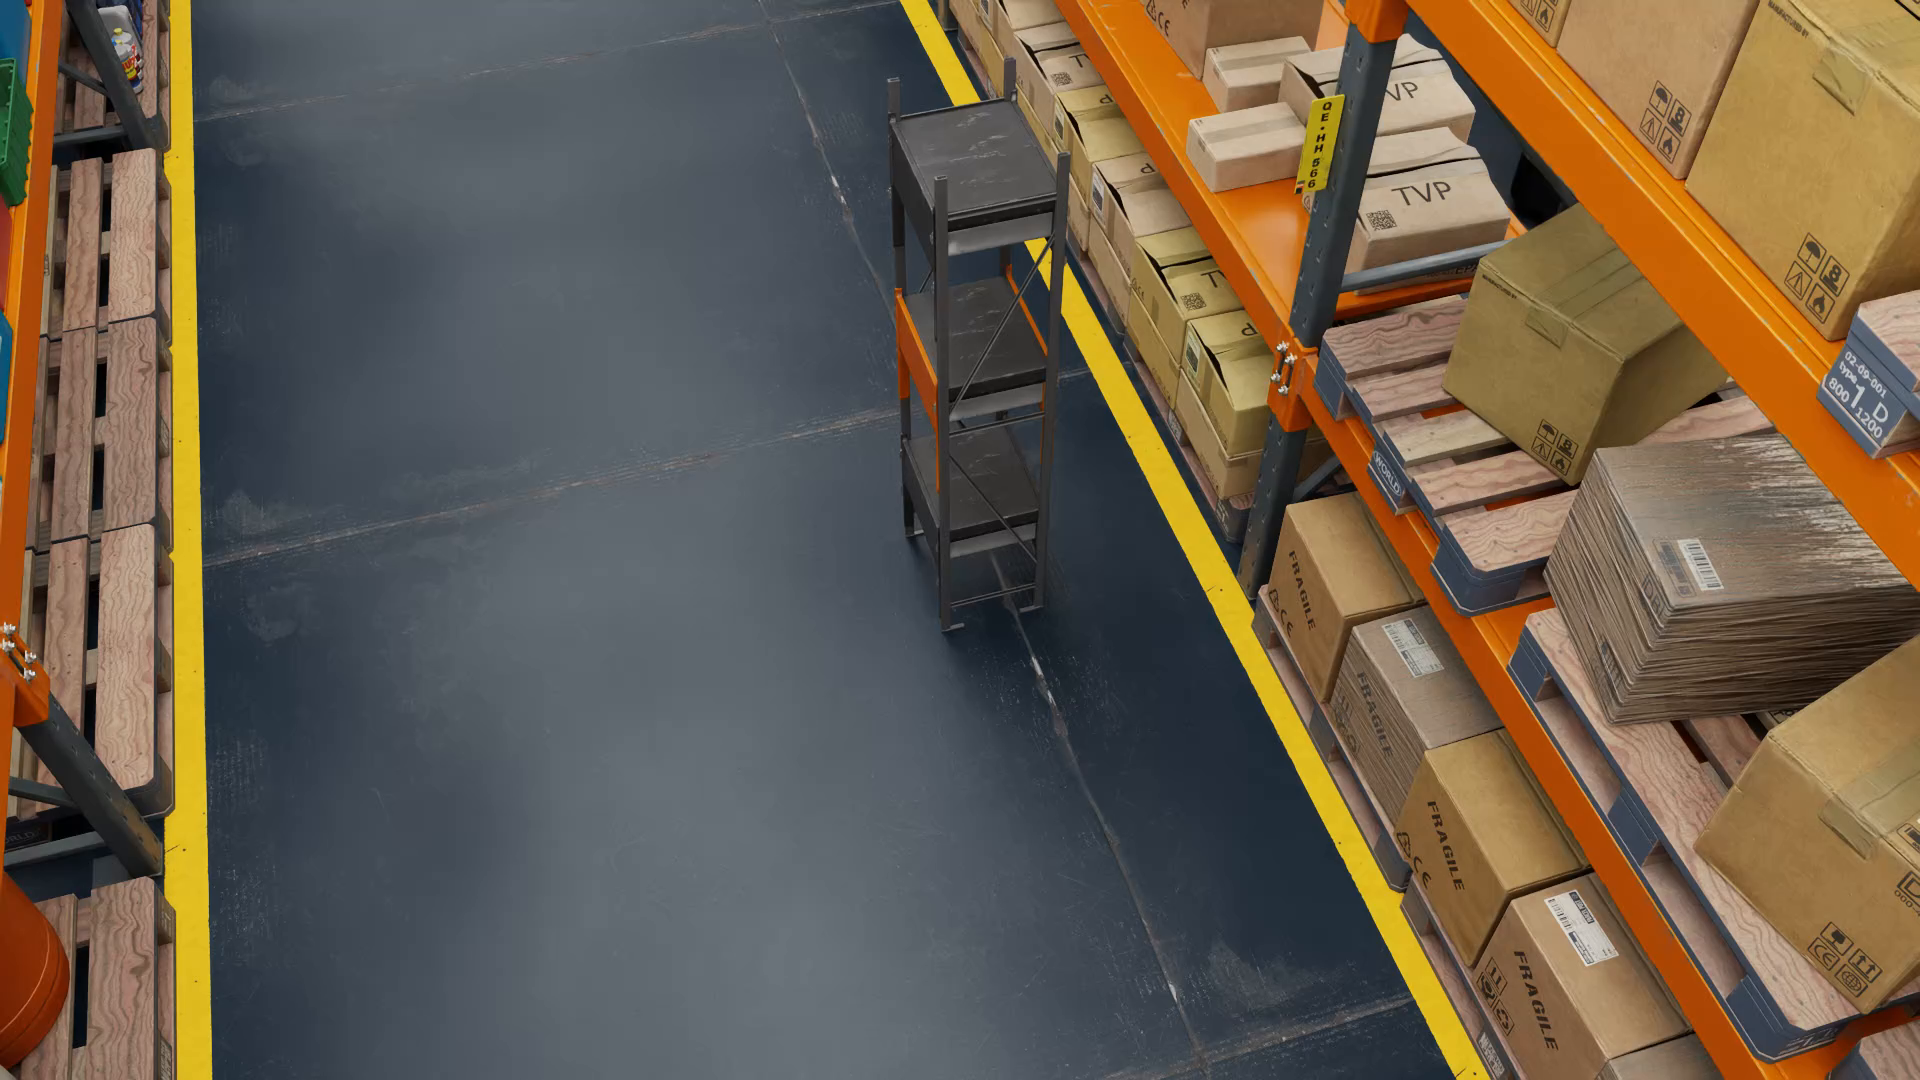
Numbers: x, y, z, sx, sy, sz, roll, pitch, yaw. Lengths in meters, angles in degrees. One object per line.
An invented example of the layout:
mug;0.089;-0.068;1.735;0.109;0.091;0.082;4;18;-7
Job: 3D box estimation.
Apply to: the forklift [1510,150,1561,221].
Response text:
forklift;4.124;-2.263;6.530;3.031;2.935;1.130;24;54;19

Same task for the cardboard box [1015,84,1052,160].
cardboard box;0.566;-1.955;7.750;0.500;0.250;0.500;-15;51;-12

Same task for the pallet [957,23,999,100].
pallet;0.633;-2.380;8.408;1.003;0.211;1.213;-13;51;-11

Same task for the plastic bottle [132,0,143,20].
plastic bottle;-4.254;-2.800;8.383;0.144;0.351;0.185;-15;52;-13

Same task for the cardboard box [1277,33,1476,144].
cardboard box;1.481;-1.555;5.947;0.500;0.311;0.500;-14;51;-11

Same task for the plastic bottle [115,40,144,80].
plastic bottle;-4.061;-2.337;8.090;0.097;0.201;0.097;0;50;0

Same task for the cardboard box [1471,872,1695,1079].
cardboard box;1.885;1.303;4.827;0.500;0.500;0.500;-15;51;-12

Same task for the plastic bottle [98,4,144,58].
plastic bottle;-4.153;-2.517;8.193;0.152;0.276;0.135;-12;51;-10

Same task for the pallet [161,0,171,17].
pallet;-4.879;-3.185;9.086;1.003;0.211;1.213;-13;51;-11

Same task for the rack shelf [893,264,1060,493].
rack shelf;0.049;-0.547;5.645;0.431;0.518;0.480;-13;51;-11

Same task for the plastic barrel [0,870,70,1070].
plastic barrel;-3.012;1.148;4.755;0.600;0.830;0.708;-13;51;-11

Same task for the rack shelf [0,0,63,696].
rack shelf;-3.764;-0.998;5.890;1.077;0.370;4.000;-13;51;-11

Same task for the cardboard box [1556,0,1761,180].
cardboard box;1.872;-1.202;3.564;0.910;0.500;0.500;-13;51;-11

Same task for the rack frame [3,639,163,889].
rack frame;-3.173;0.231;4.383;1.000;3.000;0.127;-13;51;-11

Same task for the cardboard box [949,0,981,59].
cardboard box;0.260;-2.707;8.383;0.500;0.250;0.500;-14;51;-12

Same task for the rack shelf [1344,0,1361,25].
rack shelf;0.969;-3.082;5.685;1.077;0.370;4.000;-13;51;-11

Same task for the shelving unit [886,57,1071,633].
shelving unit;0.049;-0.556;5.635;0.431;2.100;0.503;-13;51;-11

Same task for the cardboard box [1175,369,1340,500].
cardboard box;1.172;-0.465;6.493;0.500;0.250;0.500;-12;51;-10

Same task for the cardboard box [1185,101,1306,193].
cardboard box;1.030;-1.400;5.922;0.380;0.149;0.250;-13;51;-11

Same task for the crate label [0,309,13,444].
crate label;-3.208;-0.568;5.033;0.502;0.435;0.616;-13;51;-11

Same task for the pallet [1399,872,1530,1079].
pallet;2.102;1.455;5.175;1.003;0.211;1.213;-13;51;-11

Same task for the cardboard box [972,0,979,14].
cardboard box;0.262;-2.880;8.162;0.500;0.311;0.500;-13;51;-11

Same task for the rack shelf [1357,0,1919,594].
rack shelf;2.152;-0.161;3.222;1.077;0.370;4.000;-13;51;-11

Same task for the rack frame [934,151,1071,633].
rack frame;0.121;-0.378;5.485;0.400;2.100;0.015;-13;51;-11

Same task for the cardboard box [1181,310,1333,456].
cardboard box;1.170;-0.643;6.277;0.500;0.311;0.500;-12;51;-10

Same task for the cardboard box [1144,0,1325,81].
cardboard box;1.049;-2.141;6.317;0.500;0.500;0.500;-16;52;-13

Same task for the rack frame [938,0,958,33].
rack frame;0.377;-3.808;7.788;1.000;3.000;0.127;-13;51;-11

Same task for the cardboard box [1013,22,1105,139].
cardboard box;0.559;-2.135;7.535;0.500;0.311;0.500;-15;51;-12

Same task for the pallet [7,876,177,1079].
pallet;-2.900;1.696;4.972;1.003;0.211;1.213;-13;51;-11

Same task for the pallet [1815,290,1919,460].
pallet;2.308;-0.120;2.840;1.213;0.211;1.003;-13;51;-11

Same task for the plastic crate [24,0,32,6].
plastic crate;-3.920;-2.427;6.582;0.402;0.464;0.583;-13;51;-11

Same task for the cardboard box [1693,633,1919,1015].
cardboard box;2.162;0.591;3.740;0.700;0.500;0.500;-25;54;-20

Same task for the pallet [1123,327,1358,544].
pallet;1.354;-0.598;6.906;1.003;0.211;1.213;-13;51;-11

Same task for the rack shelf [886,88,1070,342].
rack shelf;0.049;-0.998;5.110;0.431;0.518;0.480;-13;51;-11

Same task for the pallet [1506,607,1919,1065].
pallet;2.140;0.595;4.202;1.003;0.211;1.213;-13;51;-11

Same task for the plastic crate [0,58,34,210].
plastic crate;-3.571;-1.414;5.909;0.450;0.188;0.662;-13;51;-11

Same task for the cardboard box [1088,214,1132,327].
cardboard box;0.870;-1.209;7.120;0.500;0.250;0.500;-12;51;-10

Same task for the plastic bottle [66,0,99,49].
plastic bottle;-4.335;-2.630;8.239;0.144;0.351;0.185;-13;51;-11

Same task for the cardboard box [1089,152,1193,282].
cardboard box;0.864;-1.391;6.907;0.500;0.311;0.500;-14;51;-11

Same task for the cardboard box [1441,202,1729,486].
cardboard box;1.854;-0.620;4.760;0.700;0.500;0.500;-30;56;-23

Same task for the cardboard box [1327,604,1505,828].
cardboard box;1.582;0.555;5.457;0.500;0.500;0.500;-15;51;-12

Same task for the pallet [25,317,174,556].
pallet;-3.722;-0.335;6.684;1.003;0.211;1.213;-13;51;-11
